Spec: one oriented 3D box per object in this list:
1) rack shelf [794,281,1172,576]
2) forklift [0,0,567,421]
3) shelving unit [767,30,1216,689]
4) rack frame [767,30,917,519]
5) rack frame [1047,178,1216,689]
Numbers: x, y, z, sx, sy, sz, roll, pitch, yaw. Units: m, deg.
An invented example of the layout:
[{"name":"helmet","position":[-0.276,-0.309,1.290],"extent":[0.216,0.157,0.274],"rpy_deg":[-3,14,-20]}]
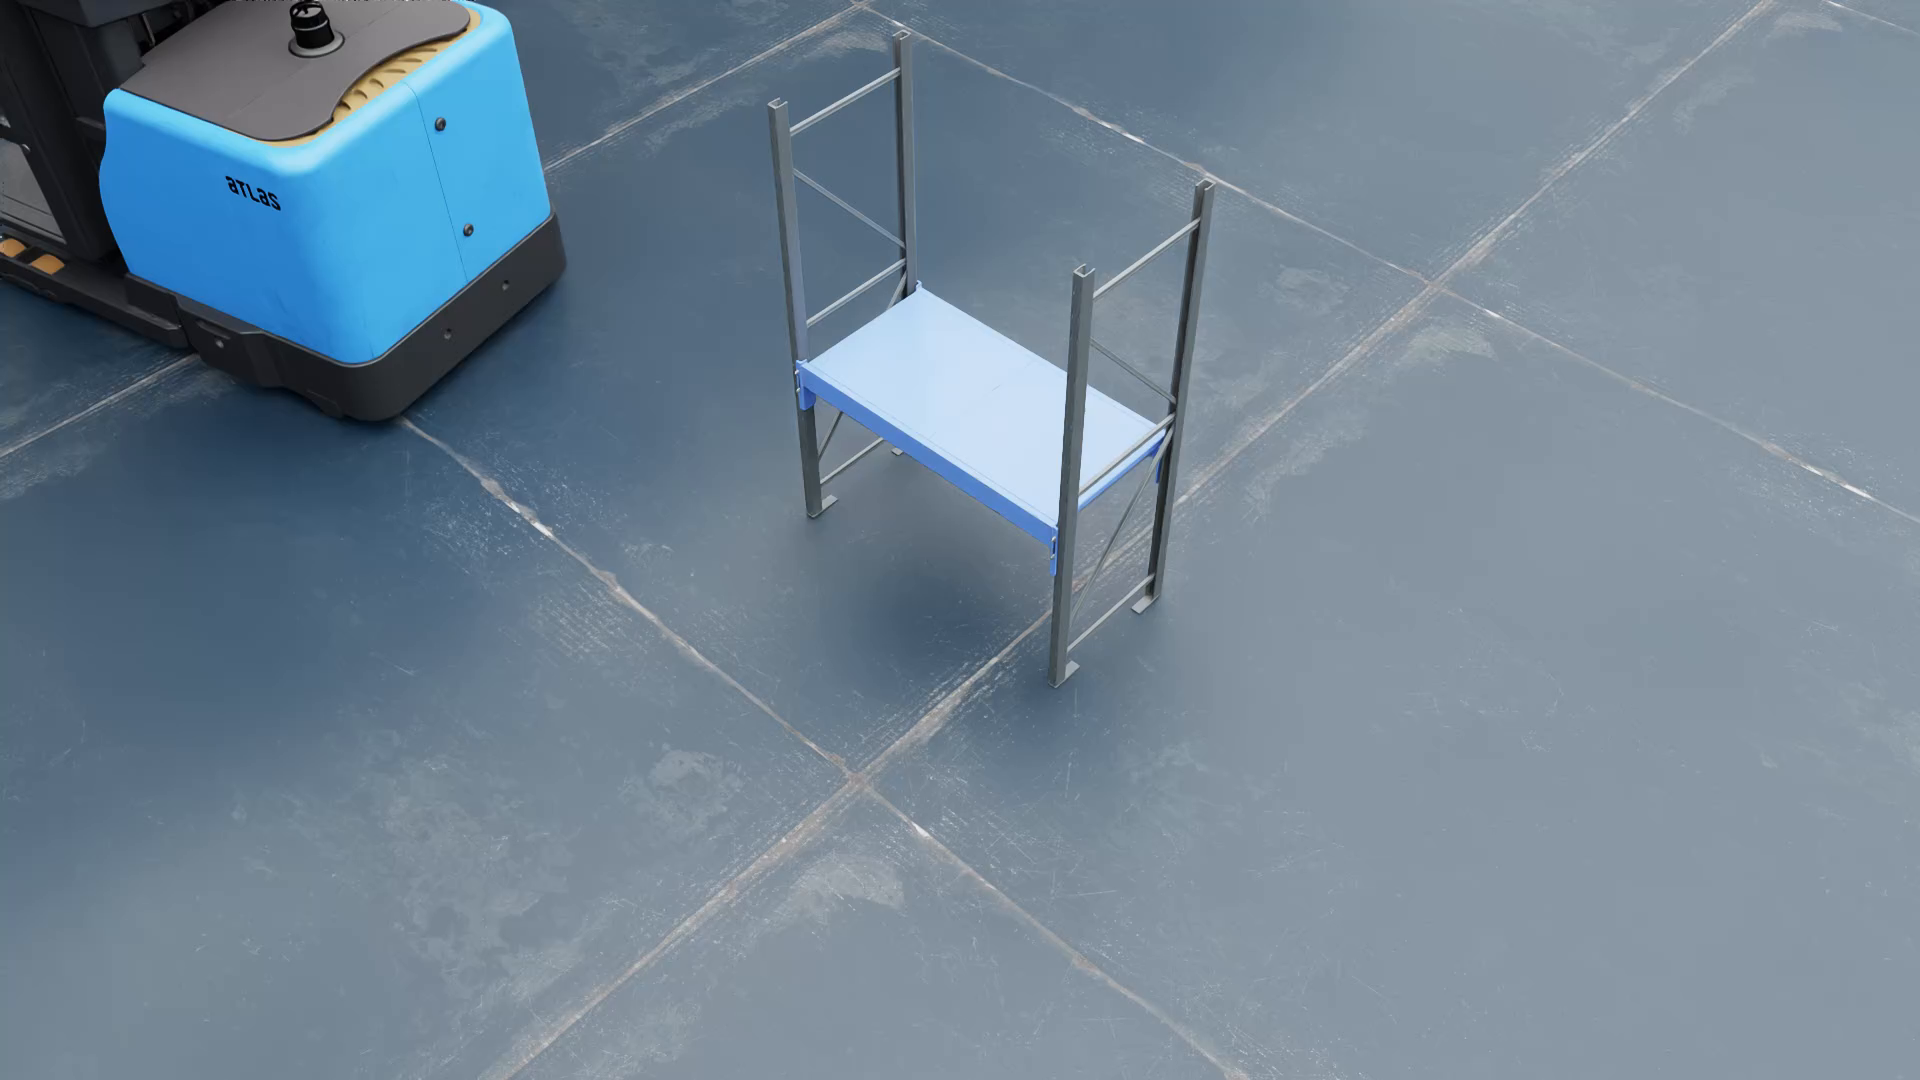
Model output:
[{"name":"rack shelf","position":[0.063,-0.348,4.795],"extent":[1.000,0.185,0.538],"rpy_deg":[34,55,28]},{"name":"forklift","position":[-2.983,-2.189,5.295],"extent":[3.031,2.935,1.130],"rpy_deg":[22,51,19]},{"name":"shelving unit","position":[0.063,-0.471,4.664],"extent":[1.048,1.500,0.538],"rpy_deg":[34,55,28]},{"name":"rack frame","position":[-0.311,-0.723,4.900],"extent":[0.032,1.500,0.500],"rpy_deg":[34,55,28]},{"name":"rack frame","position":[0.436,-0.220,4.428],"extent":[0.032,1.500,0.500],"rpy_deg":[34,55,28]}]
